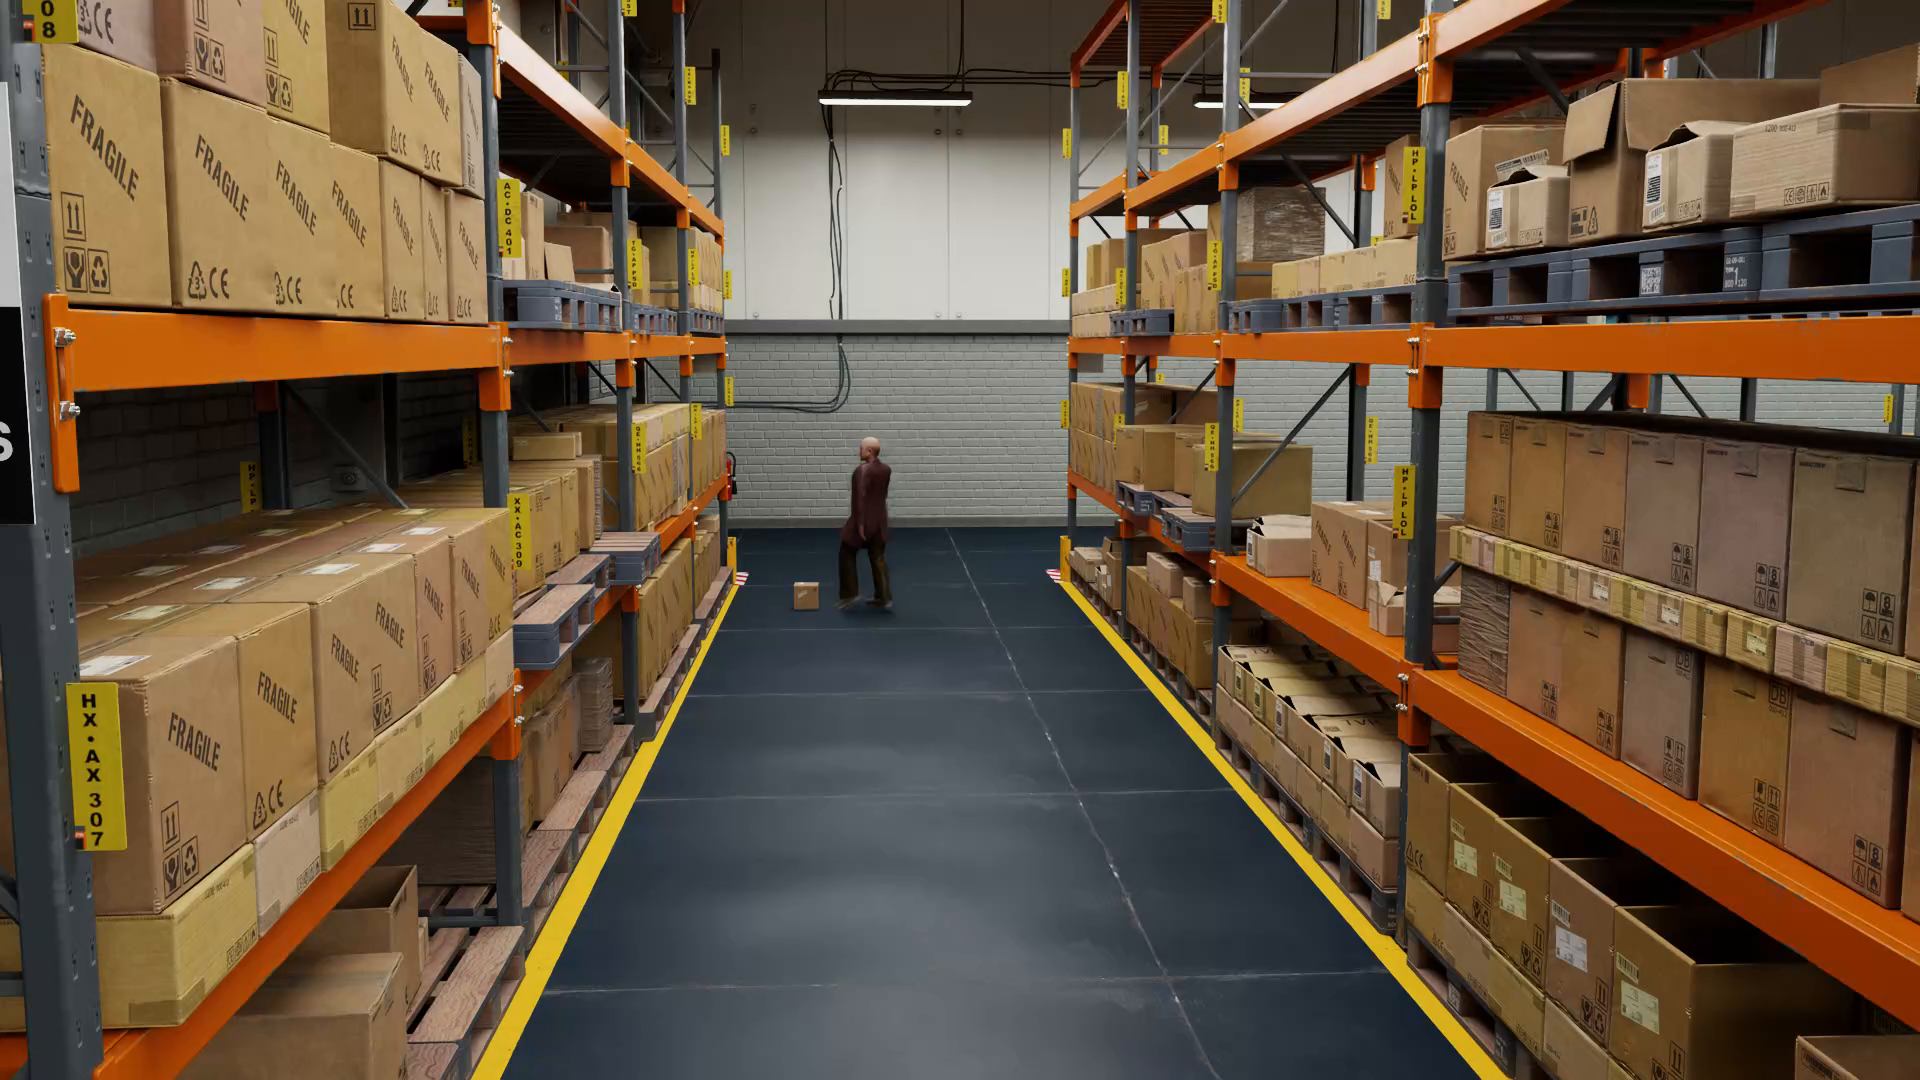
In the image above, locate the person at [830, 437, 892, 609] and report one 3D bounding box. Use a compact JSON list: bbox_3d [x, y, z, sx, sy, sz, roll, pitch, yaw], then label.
[{"bbox_3d":[-0.990,-0.151,17.189,0.695,1.832,0.598,6,9,41],"label":"person"}]
